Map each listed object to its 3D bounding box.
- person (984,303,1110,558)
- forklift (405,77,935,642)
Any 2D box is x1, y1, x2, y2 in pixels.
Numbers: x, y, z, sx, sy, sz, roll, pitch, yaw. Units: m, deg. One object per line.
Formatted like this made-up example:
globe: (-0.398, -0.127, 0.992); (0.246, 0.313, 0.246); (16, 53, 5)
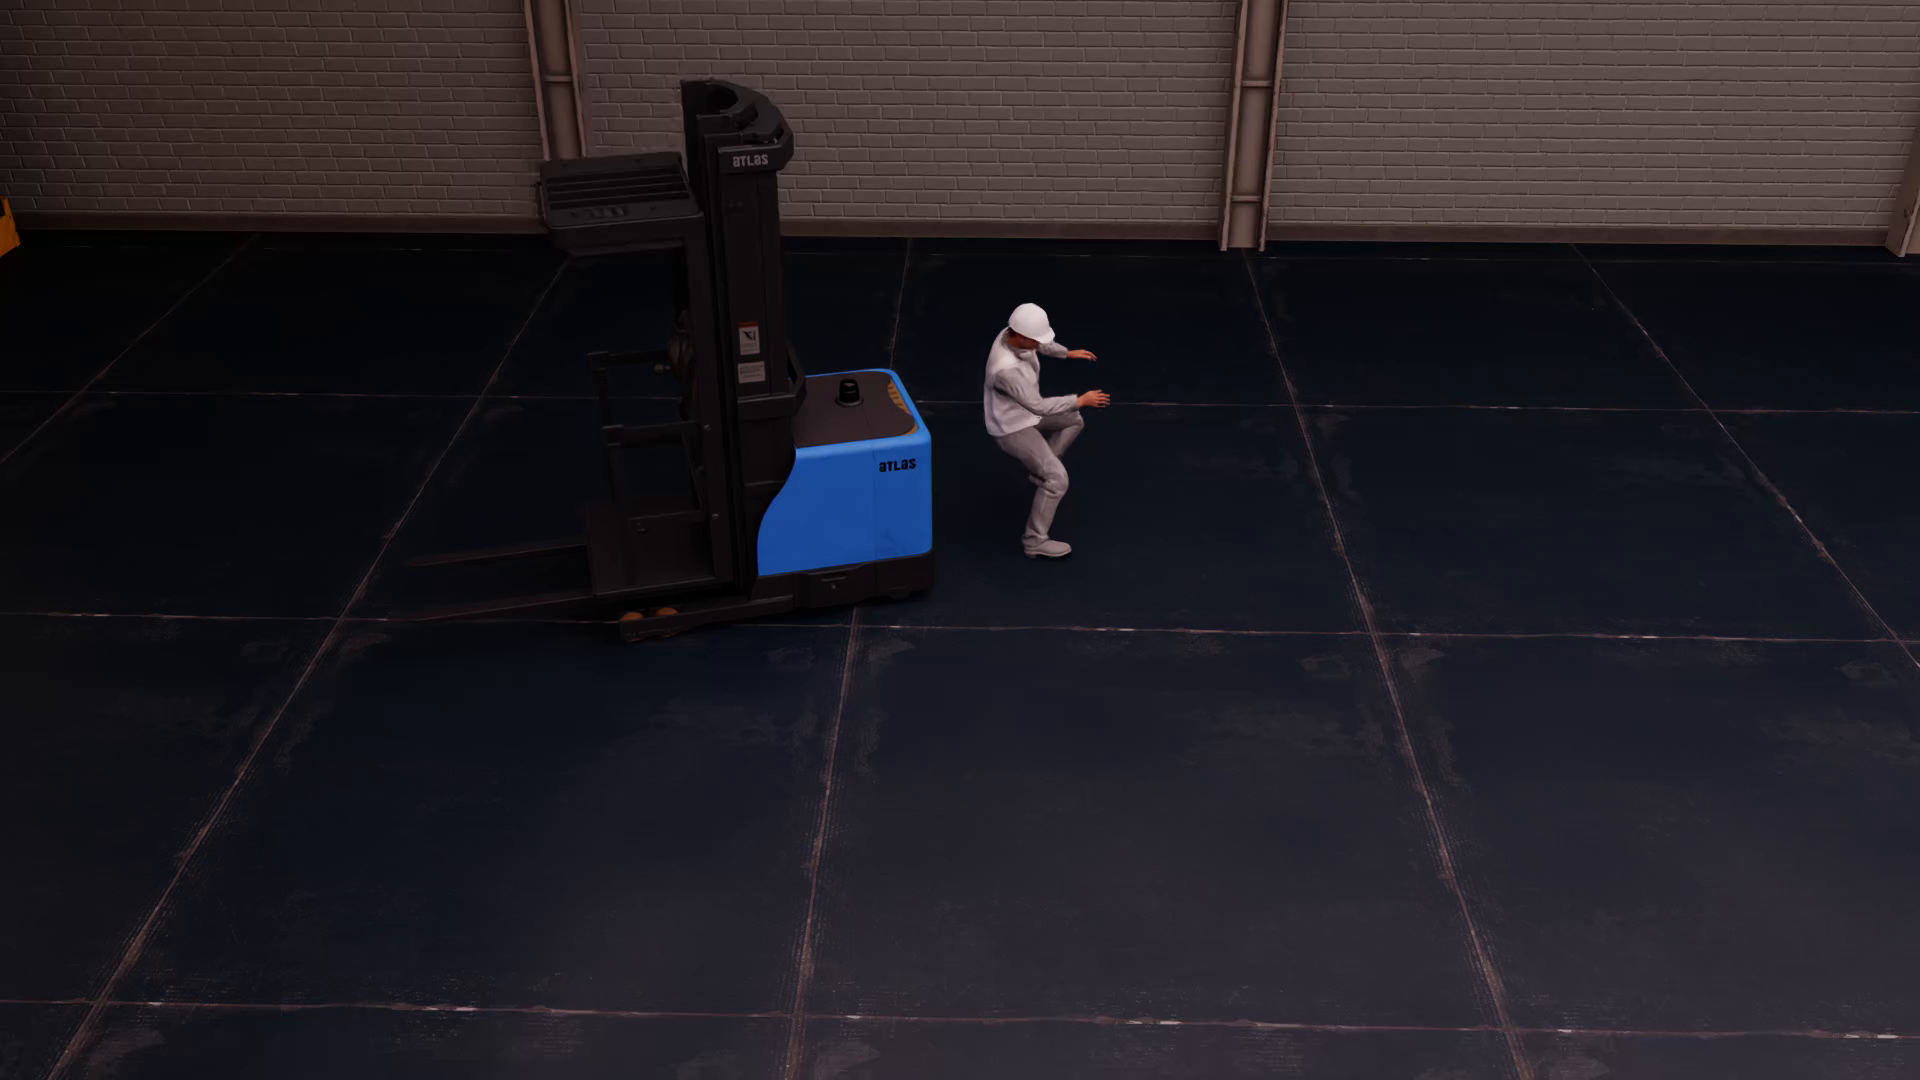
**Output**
person: (0.538, -0.773, 10.304); (0.804, 1.536, 0.893); (5, 31, 9)
forklift: (-1.724, -0.978, 9.273); (3.031, 2.935, 1.130); (-8, 31, -13)
